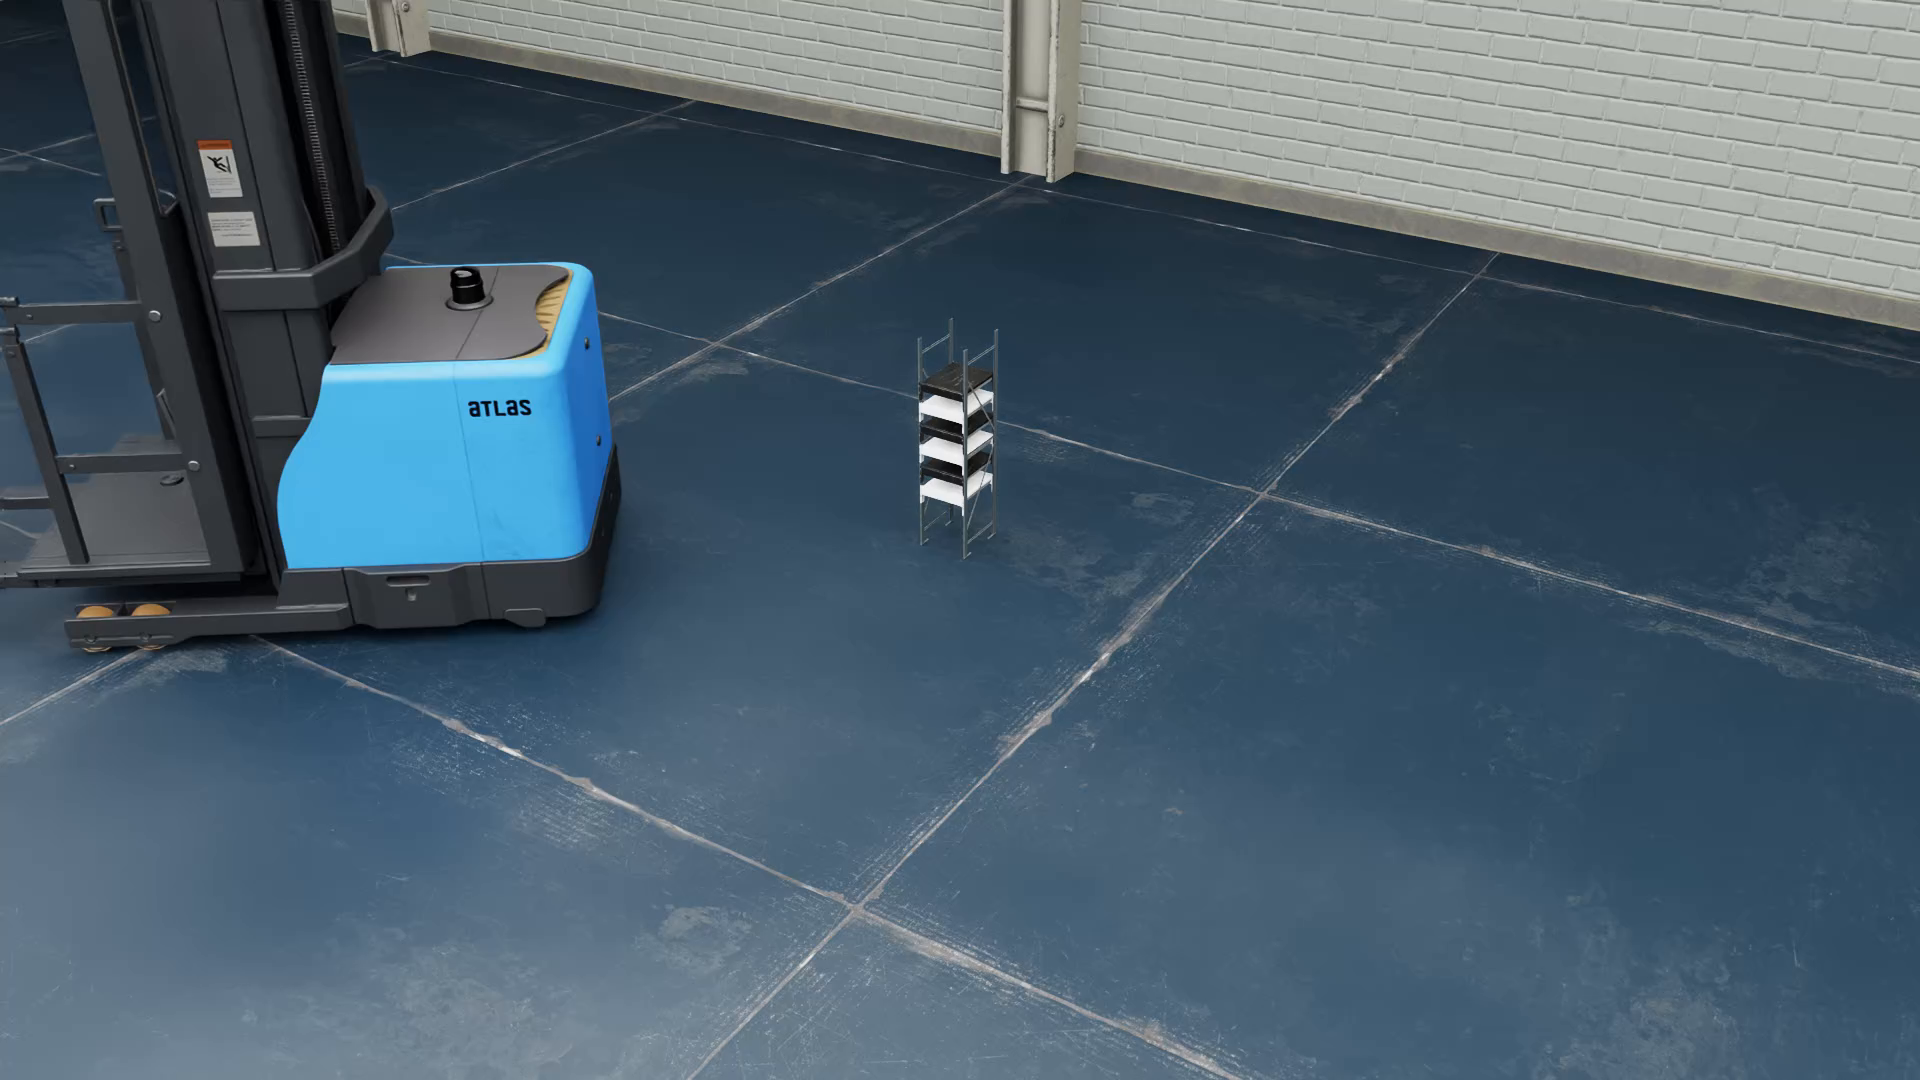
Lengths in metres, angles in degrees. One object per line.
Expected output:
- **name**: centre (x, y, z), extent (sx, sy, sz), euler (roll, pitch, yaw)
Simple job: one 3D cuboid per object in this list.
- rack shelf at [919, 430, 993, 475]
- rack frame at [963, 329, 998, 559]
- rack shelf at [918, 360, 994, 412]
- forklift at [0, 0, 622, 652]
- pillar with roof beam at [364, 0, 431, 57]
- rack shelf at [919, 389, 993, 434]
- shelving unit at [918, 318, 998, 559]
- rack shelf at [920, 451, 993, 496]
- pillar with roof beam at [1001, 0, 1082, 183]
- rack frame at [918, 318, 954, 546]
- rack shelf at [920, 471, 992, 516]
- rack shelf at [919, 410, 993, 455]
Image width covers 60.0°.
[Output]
- **rack shelf**: centre (-0.007, -0.362, 6.544), extent (0.200, 0.077, 0.258), euler (18, 35, 27)
- **rack frame**: centre (0.079, -0.364, 6.480), extent (0.006, 0.900, 0.240), euler (18, 35, 27)
- **rack shelf**: centre (-0.007, -0.595, 6.408), extent (0.200, 0.077, 0.258), euler (18, 35, 27)
- **forklift**: centre (-2.894, -1.134, 5.786), extent (3.031, 2.935, 1.130), euler (-2, 30, -4)
- **pillar with roof beam**: centre (-6.858, -6.071, 8.227), extent (0.400, 9.000, 9.100), euler (18, 35, 27)
- **rack shelf**: centre (-0.007, -0.518, 6.453), extent (0.200, 0.077, 0.258), euler (18, 35, 27)
- **shelving unit**: centre (-0.007, -0.391, 6.527), extent (0.210, 0.900, 0.258), euler (18, 35, 27)
- **rack shelf**: centre (-0.007, -0.284, 6.589), extent (0.200, 0.077, 0.258), euler (18, 35, 27)
- **pillar with roof beam**: centre (-1.776, -4.464, 5.472), extent (0.400, 9.000, 9.100), euler (18, 35, 27)
- **rack frame**: centre (-0.093, -0.418, 6.574), extent (0.006, 0.900, 0.240), euler (18, 35, 27)
- **rack shelf**: centre (-0.007, -0.207, 6.634), extent (0.200, 0.077, 0.258), euler (18, 35, 27)
- **rack shelf**: centre (-0.007, -0.440, 6.498), extent (0.200, 0.077, 0.258), euler (18, 35, 27)
